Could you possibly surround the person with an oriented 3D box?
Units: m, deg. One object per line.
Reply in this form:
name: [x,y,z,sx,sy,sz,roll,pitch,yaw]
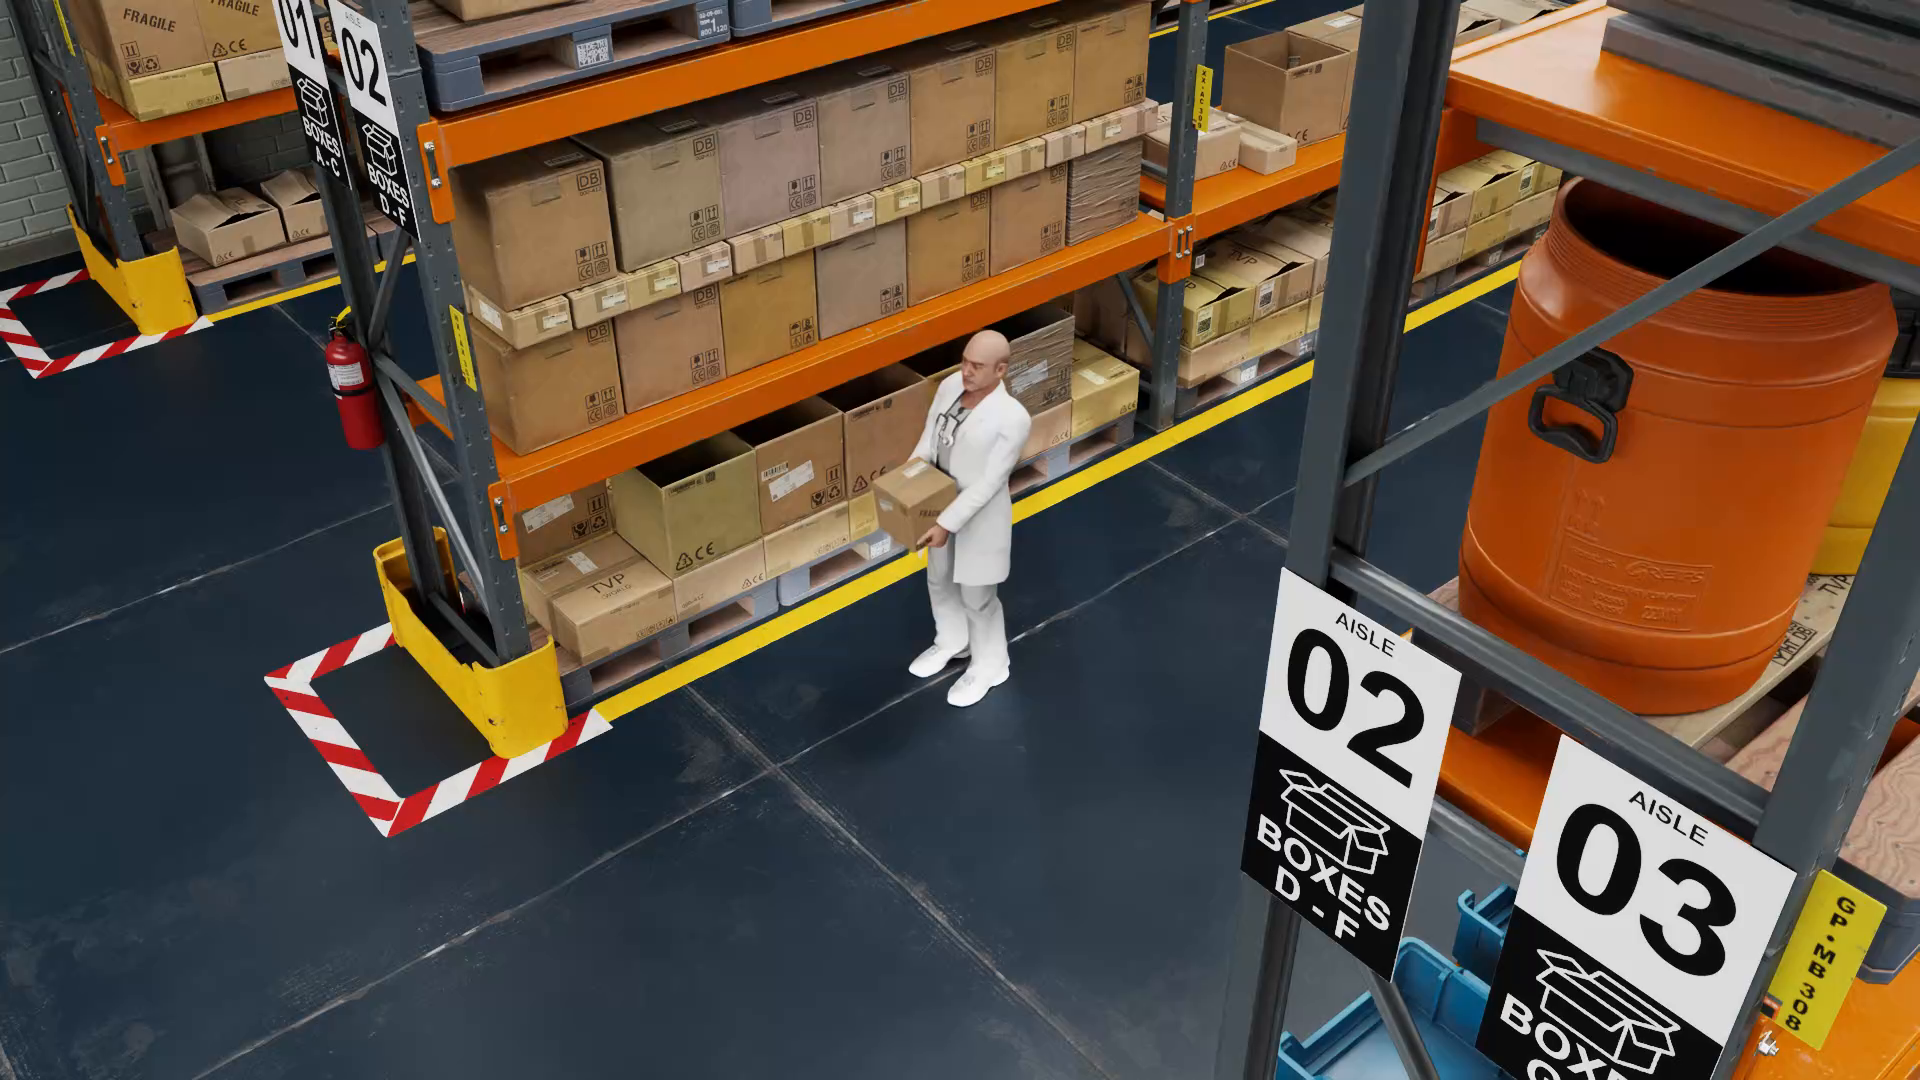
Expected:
person: [-0.037,-0.063,7.187,0.563,1.770,0.530,-25,42,-31]
